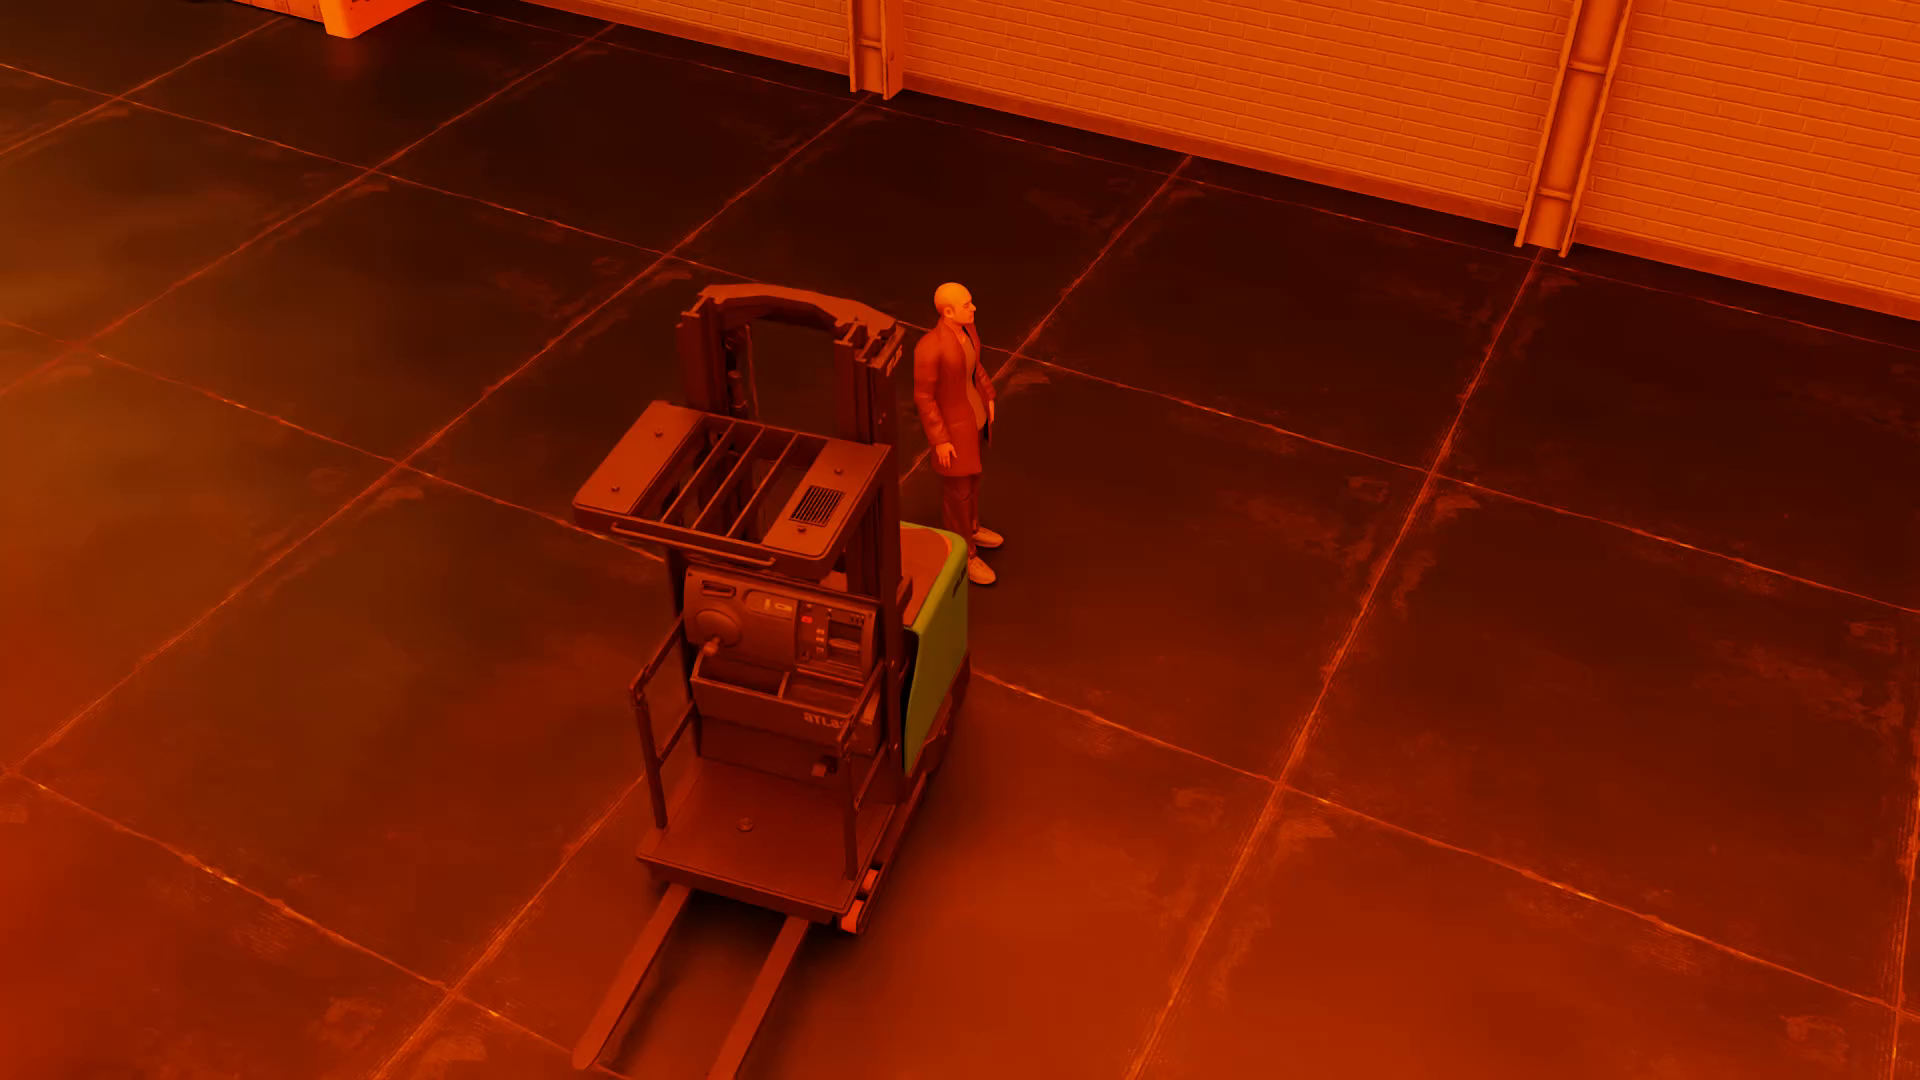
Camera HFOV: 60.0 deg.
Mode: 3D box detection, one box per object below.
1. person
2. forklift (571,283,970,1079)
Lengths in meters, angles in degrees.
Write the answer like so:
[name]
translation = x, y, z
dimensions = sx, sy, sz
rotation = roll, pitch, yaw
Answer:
[person]
translation = 0.078, -0.656, 9.649
dimensions = 0.582, 1.776, 0.696
rotation = 18, 43, 21
[forklift]
translation = -0.892, 0.474, 7.424
dimensions = 1.130, 2.935, 3.031
rotation = 12, 42, 14
